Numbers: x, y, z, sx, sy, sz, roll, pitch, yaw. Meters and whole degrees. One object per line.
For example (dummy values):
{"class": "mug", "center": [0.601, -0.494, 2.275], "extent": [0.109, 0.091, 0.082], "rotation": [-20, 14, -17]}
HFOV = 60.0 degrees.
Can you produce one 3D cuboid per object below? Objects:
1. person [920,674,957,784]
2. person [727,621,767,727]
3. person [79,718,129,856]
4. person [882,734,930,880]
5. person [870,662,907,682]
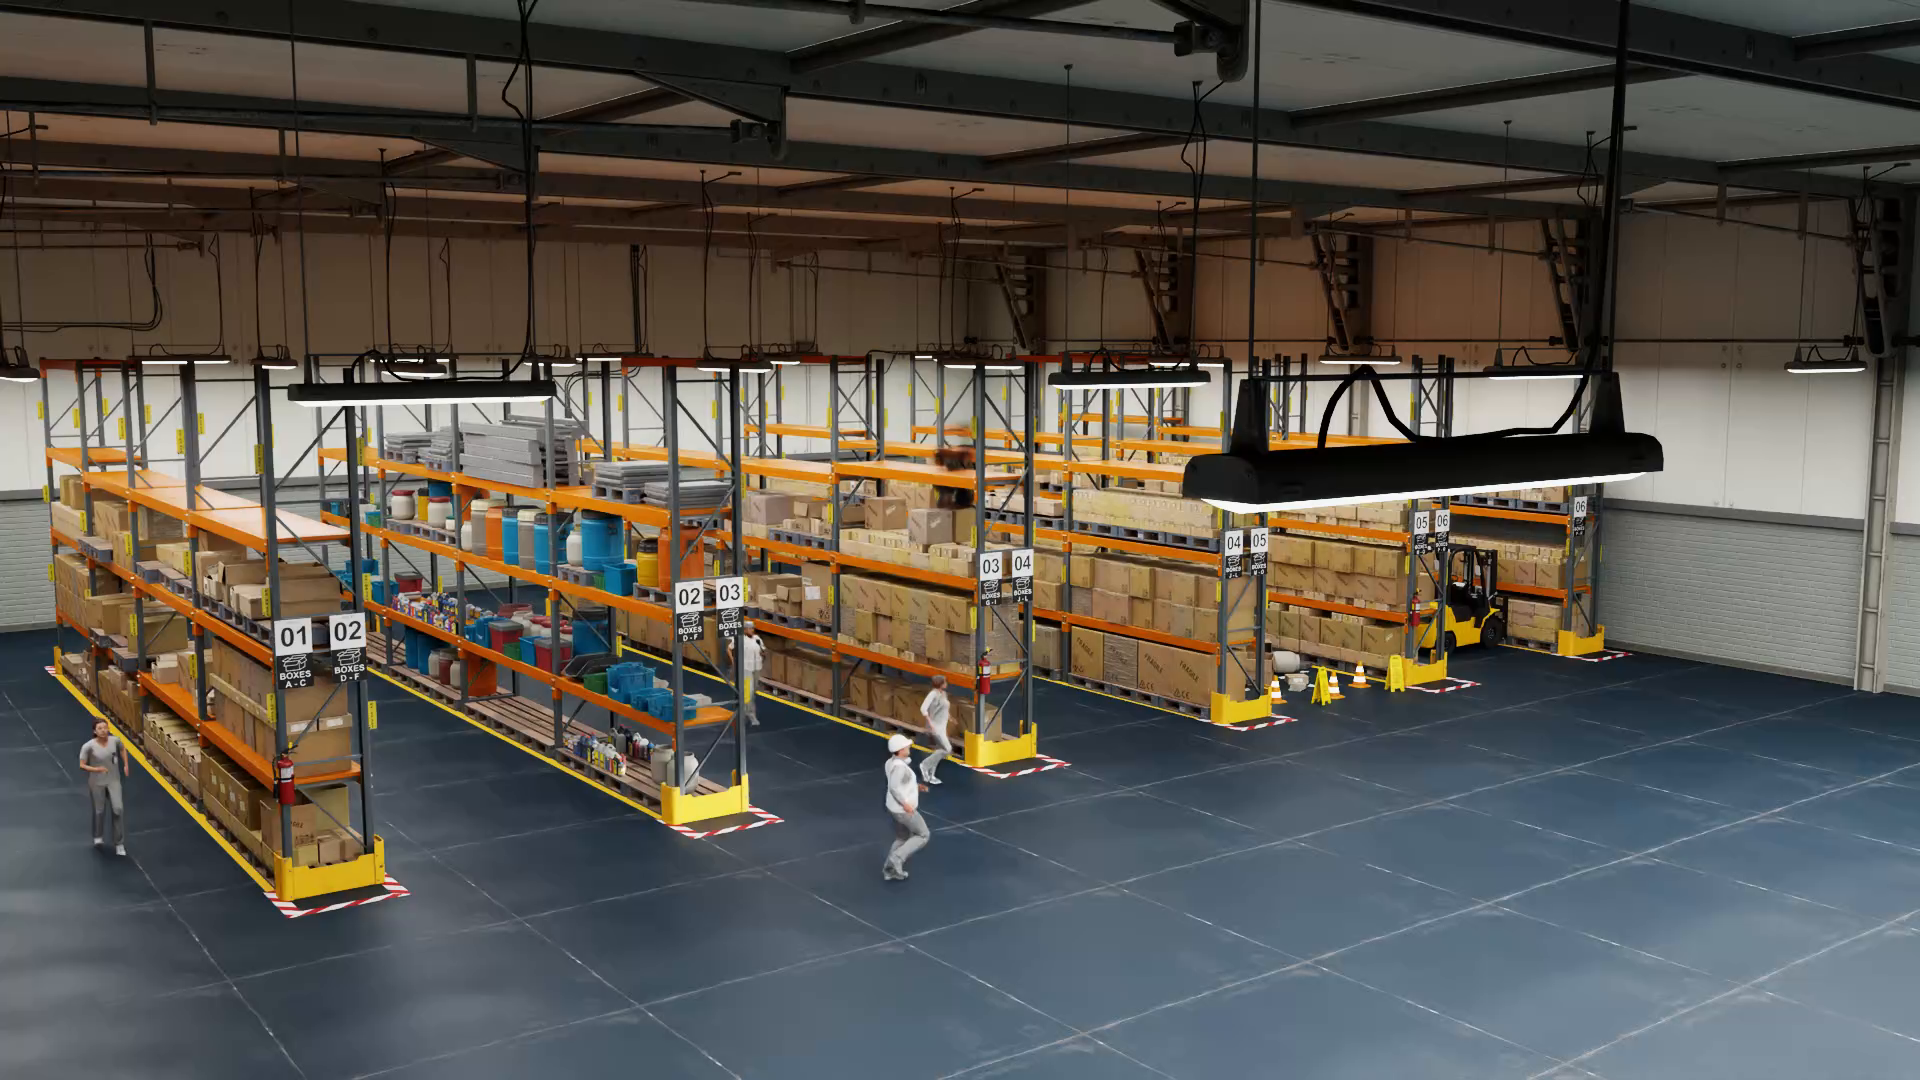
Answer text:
{"class": "person", "center": [-0.286, 2.703, 23.882], "extent": [0.502, 1.553, 0.534], "rotation": [2, 7, 17]}
{"class": "person", "center": [-3.506, 2.183, 27.655], "extent": [0.589, 1.706, 0.847], "rotation": [-6, 9, -40]}
{"class": "person", "center": [-10.584, 3.050, 20.592], "extent": [0.584, 1.743, 0.747], "rotation": [-6, 9, -39]}
{"class": "person", "center": [-0.624, 3.129, 19.507], "extent": [0.591, 1.730, 0.644], "rotation": [-2, 7, -19]}
{"class": "person", "center": [-1.283, 1.786, 31.134], "extent": [0.585, 1.704, 0.891], "rotation": [-6, 9, -39]}
